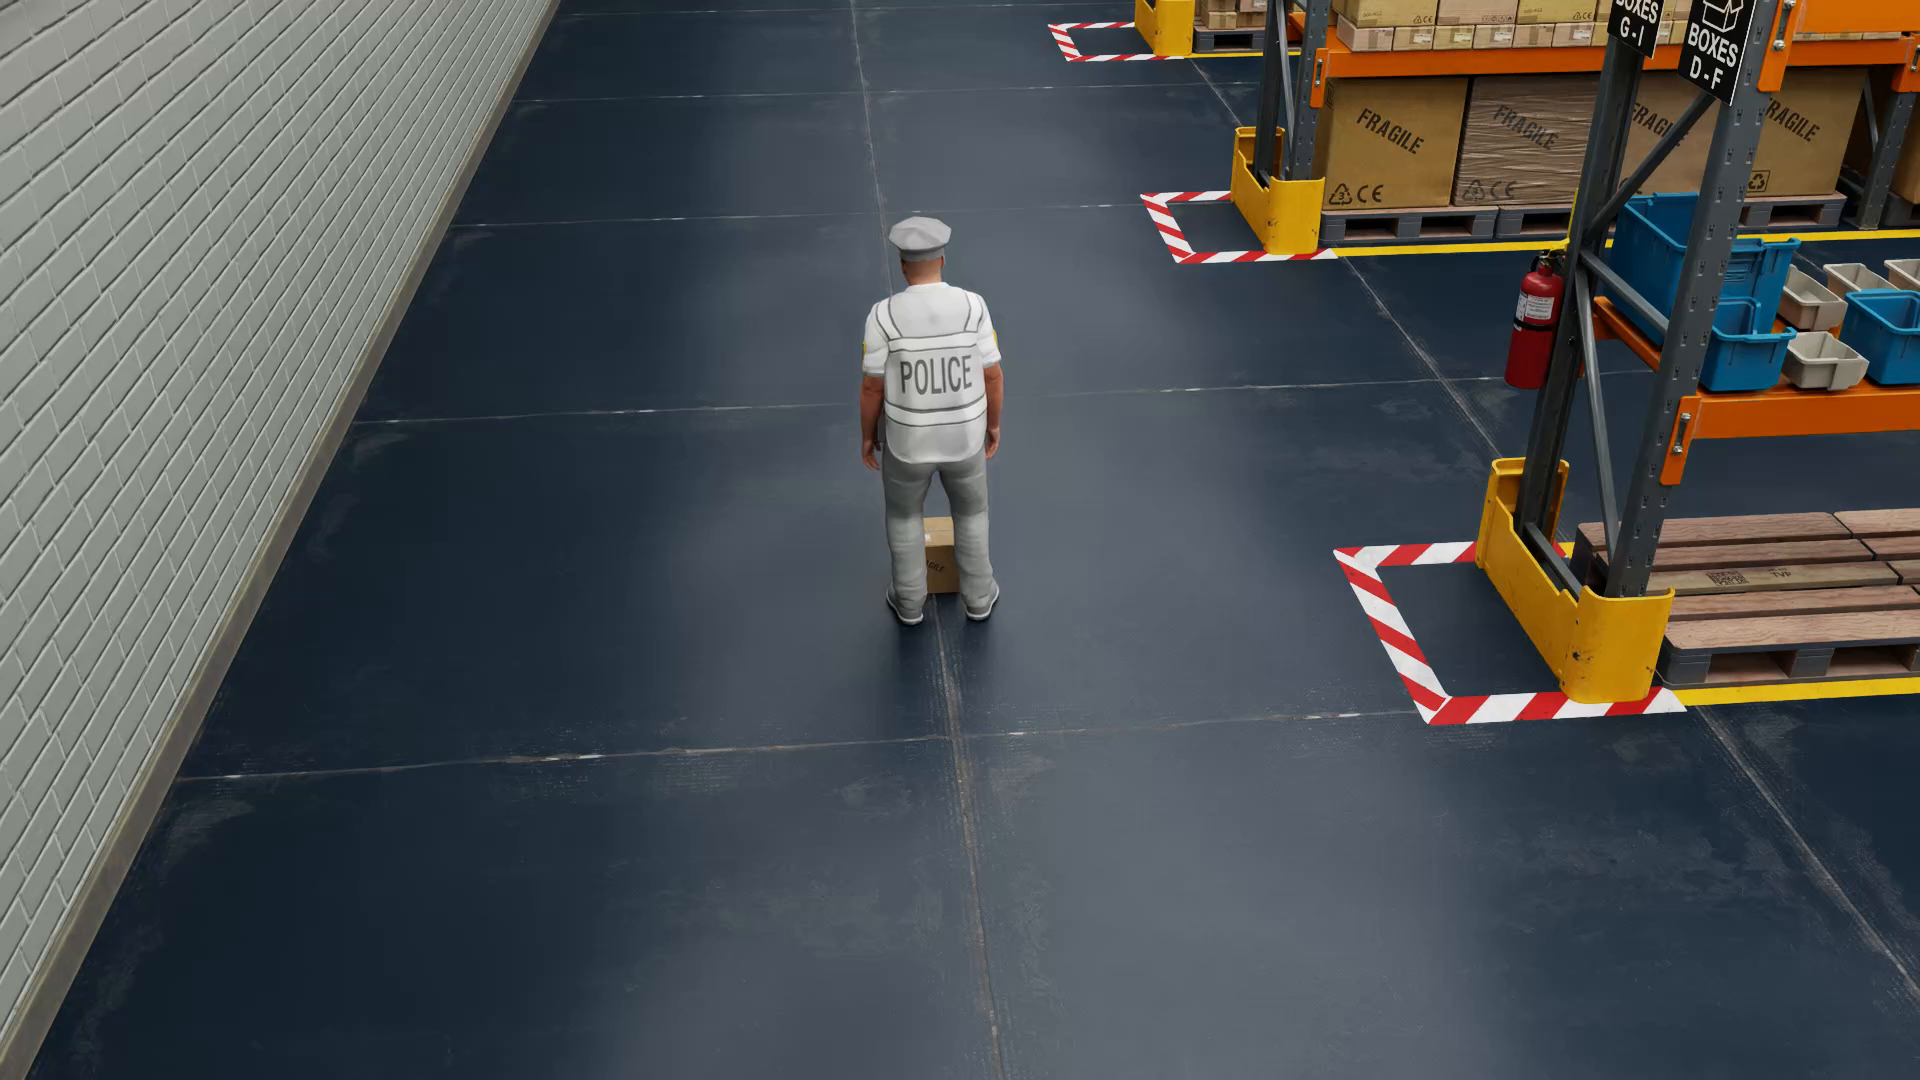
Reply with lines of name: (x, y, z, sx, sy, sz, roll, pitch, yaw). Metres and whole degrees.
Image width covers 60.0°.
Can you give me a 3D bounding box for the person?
person: (-0.110, -0.436, 6.852, 0.606, 1.749, 0.442, -5, 31, -7)
